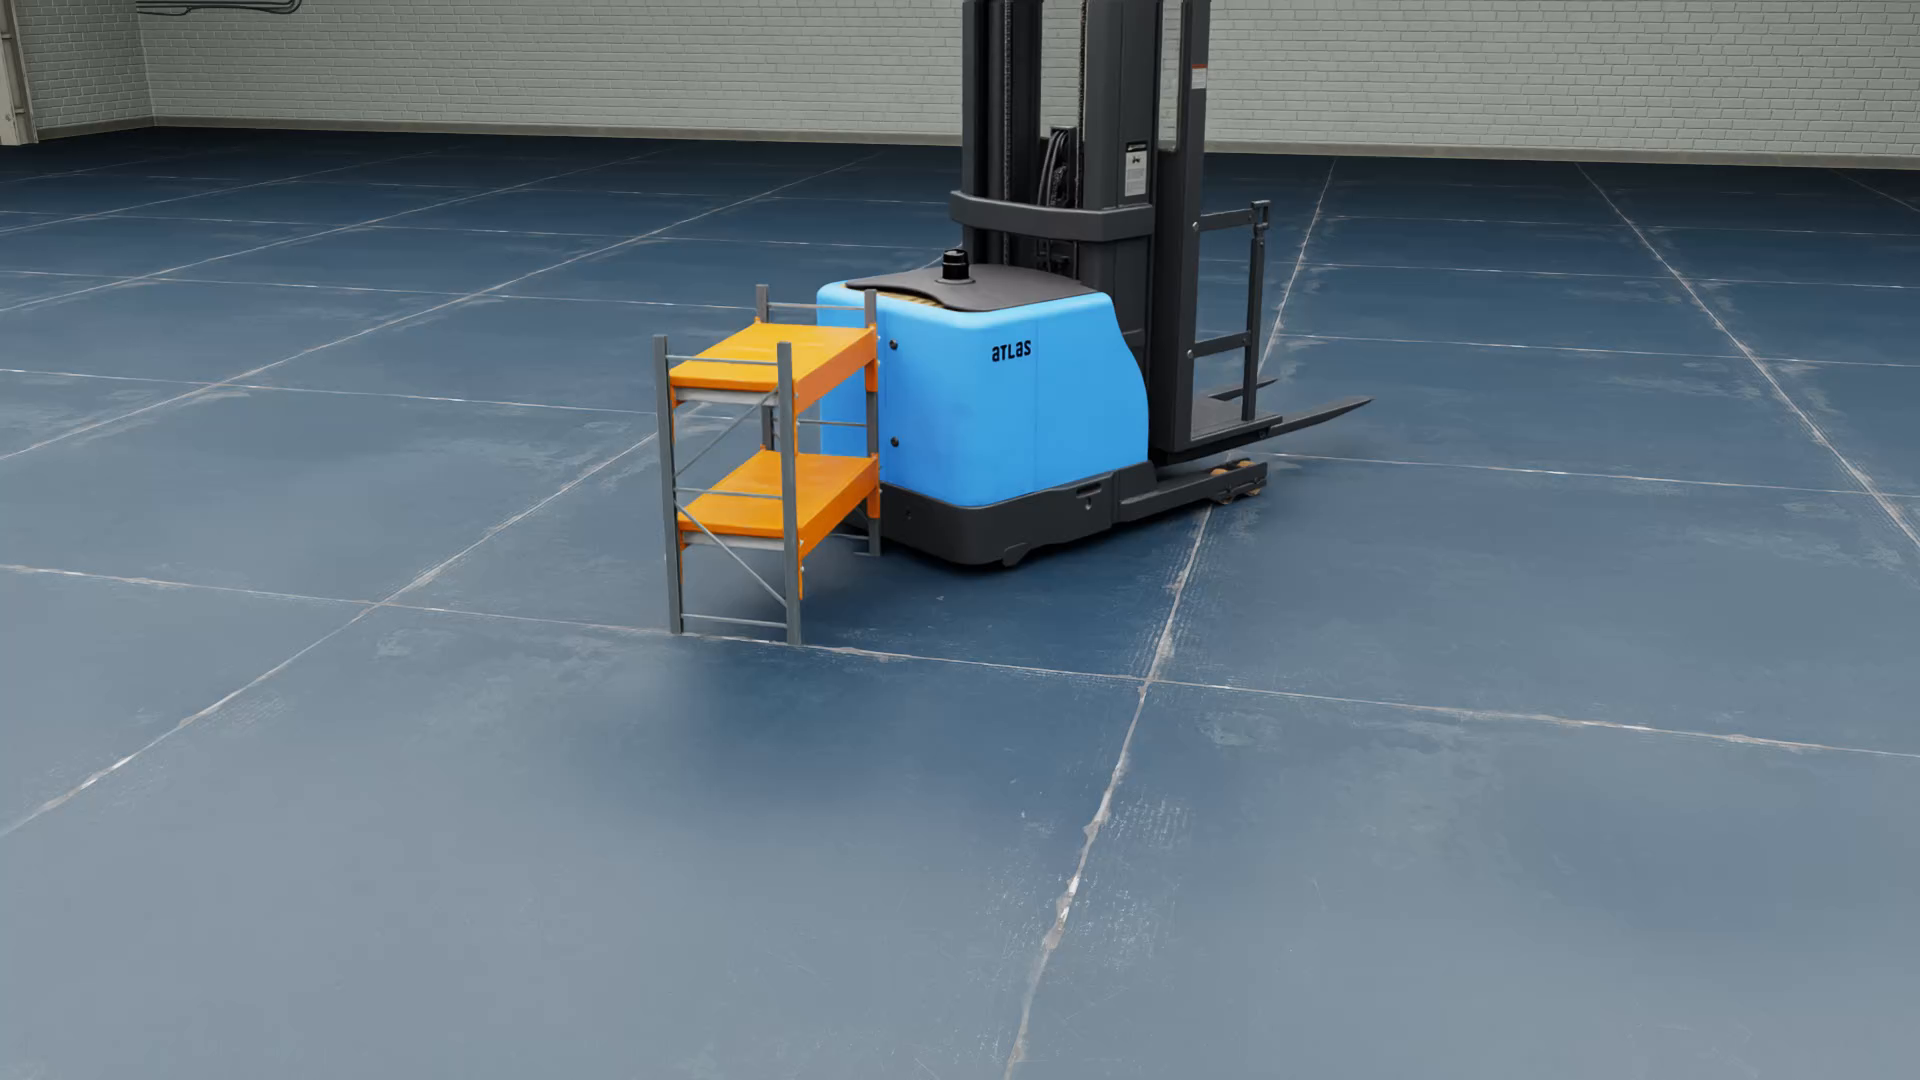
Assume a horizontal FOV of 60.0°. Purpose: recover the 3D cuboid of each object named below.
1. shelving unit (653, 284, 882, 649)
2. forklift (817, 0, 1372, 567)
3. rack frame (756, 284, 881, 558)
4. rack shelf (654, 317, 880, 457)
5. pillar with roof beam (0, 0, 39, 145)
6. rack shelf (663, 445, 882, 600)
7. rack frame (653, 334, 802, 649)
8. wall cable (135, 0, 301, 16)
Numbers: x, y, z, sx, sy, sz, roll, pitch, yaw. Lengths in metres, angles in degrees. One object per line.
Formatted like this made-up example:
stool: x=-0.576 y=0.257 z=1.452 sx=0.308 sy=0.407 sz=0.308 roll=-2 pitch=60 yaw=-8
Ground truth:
shelving unit: x=-0.701 y=-0.322 z=6.390 sx=0.538 sy=1.125 sz=1.048 roll=5 pitch=19 yaw=13
forklift: x=0.804 y=-1.660 z=7.512 sx=3.031 sy=2.935 sz=1.130 roll=-17 pitch=25 yaw=-40
rack frame: x=-0.579 y=-0.482 z=6.857 sx=0.500 sy=1.125 sz=0.032 roll=5 pitch=19 yaw=13
rack shelf: x=-0.701 y=-0.599 z=6.296 sx=0.538 sy=0.278 sz=1.000 roll=5 pitch=19 yaw=13
pillar with roof beam: x=-9.267 y=-9.581 z=21.315 sx=9.100 sy=9.000 sz=0.400 roll=5 pitch=19 yaw=13
rack shelf: x=-0.701 y=-0.091 z=6.469 sx=0.538 sy=0.278 sz=1.000 roll=5 pitch=19 yaw=13
rack frame: x=-0.824 y=-0.163 z=5.923 sx=0.500 sy=1.125 sz=0.032 roll=5 pitch=19 yaw=13
wall cable: x=-11.439 y=-9.270 z=25.210 sx=3.097 sy=2.526 sz=0.112 roll=5 pitch=19 yaw=13
